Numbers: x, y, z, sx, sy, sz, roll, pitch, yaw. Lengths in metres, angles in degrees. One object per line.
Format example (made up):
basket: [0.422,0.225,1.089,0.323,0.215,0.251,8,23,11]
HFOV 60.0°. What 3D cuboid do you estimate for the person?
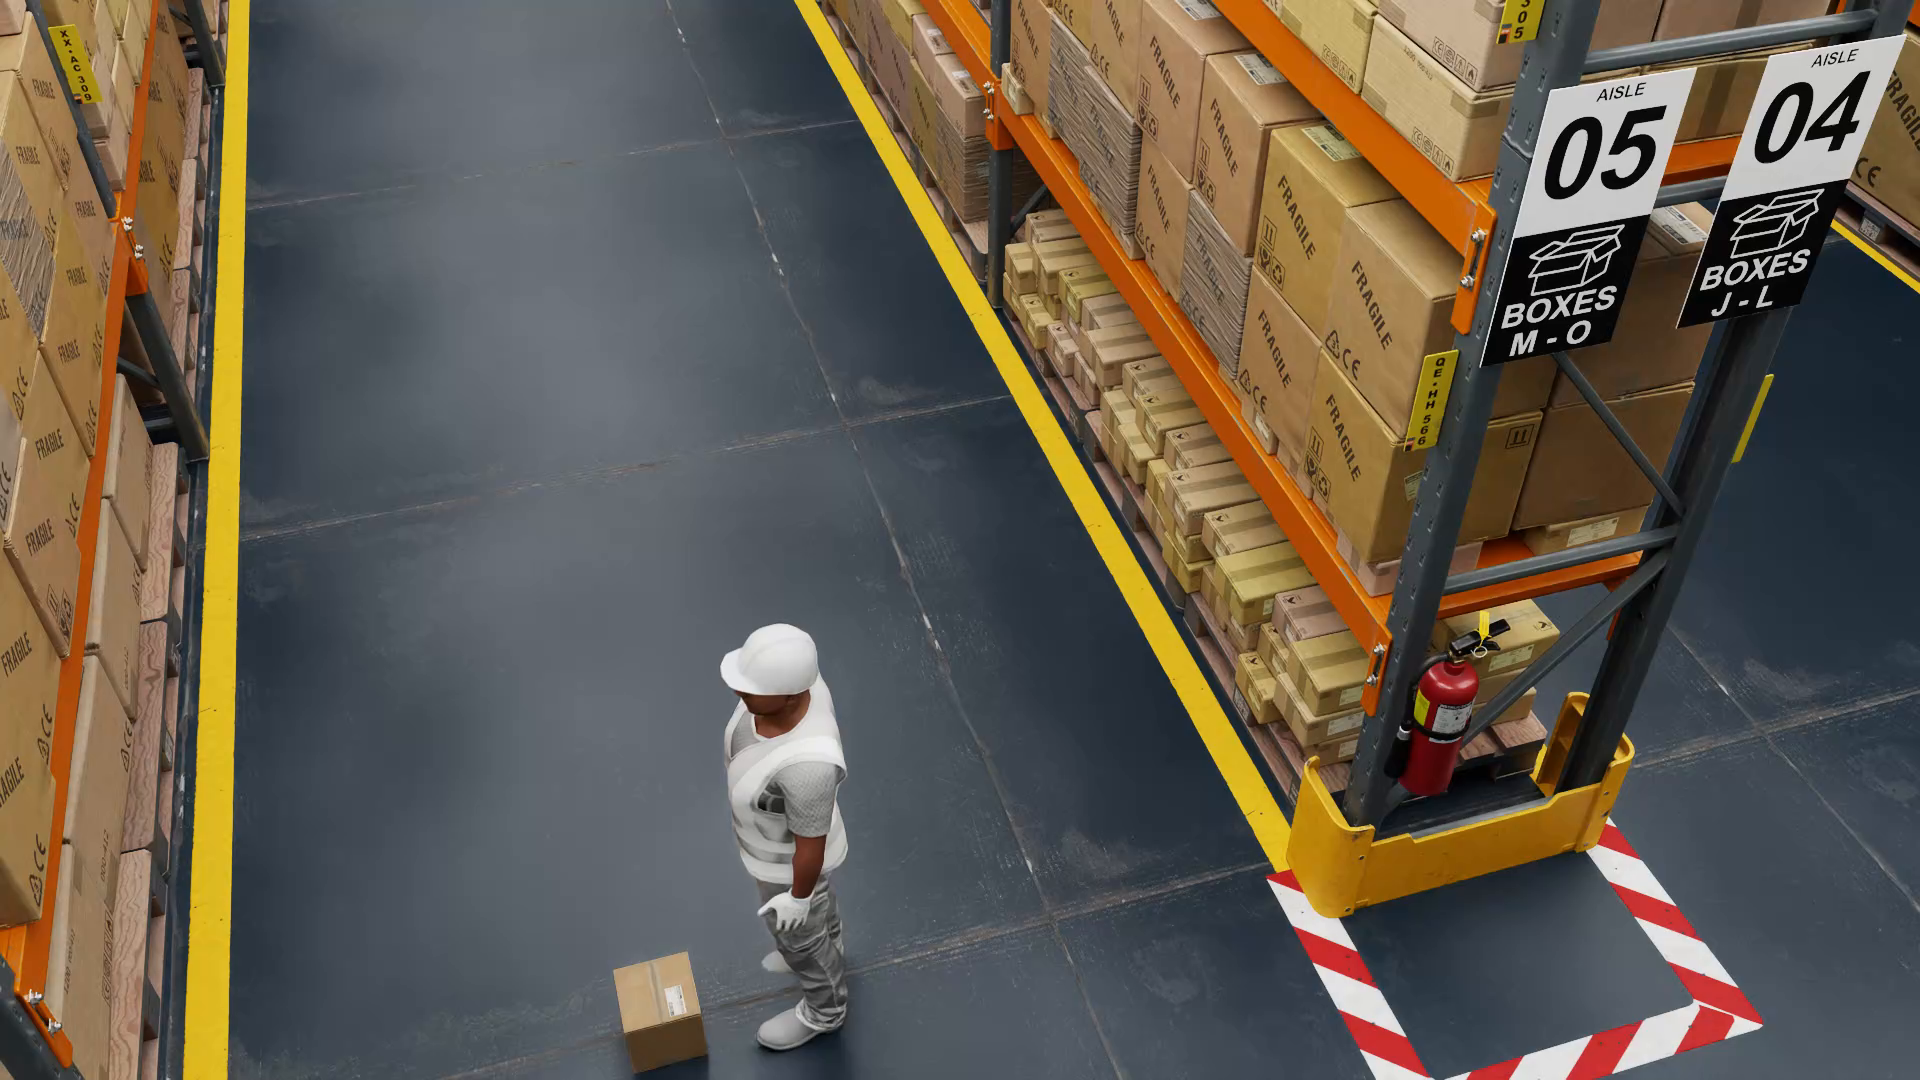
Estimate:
person: [-0.532,0.935,5.124,0.374,1.822,0.550,-11,43,-12]
